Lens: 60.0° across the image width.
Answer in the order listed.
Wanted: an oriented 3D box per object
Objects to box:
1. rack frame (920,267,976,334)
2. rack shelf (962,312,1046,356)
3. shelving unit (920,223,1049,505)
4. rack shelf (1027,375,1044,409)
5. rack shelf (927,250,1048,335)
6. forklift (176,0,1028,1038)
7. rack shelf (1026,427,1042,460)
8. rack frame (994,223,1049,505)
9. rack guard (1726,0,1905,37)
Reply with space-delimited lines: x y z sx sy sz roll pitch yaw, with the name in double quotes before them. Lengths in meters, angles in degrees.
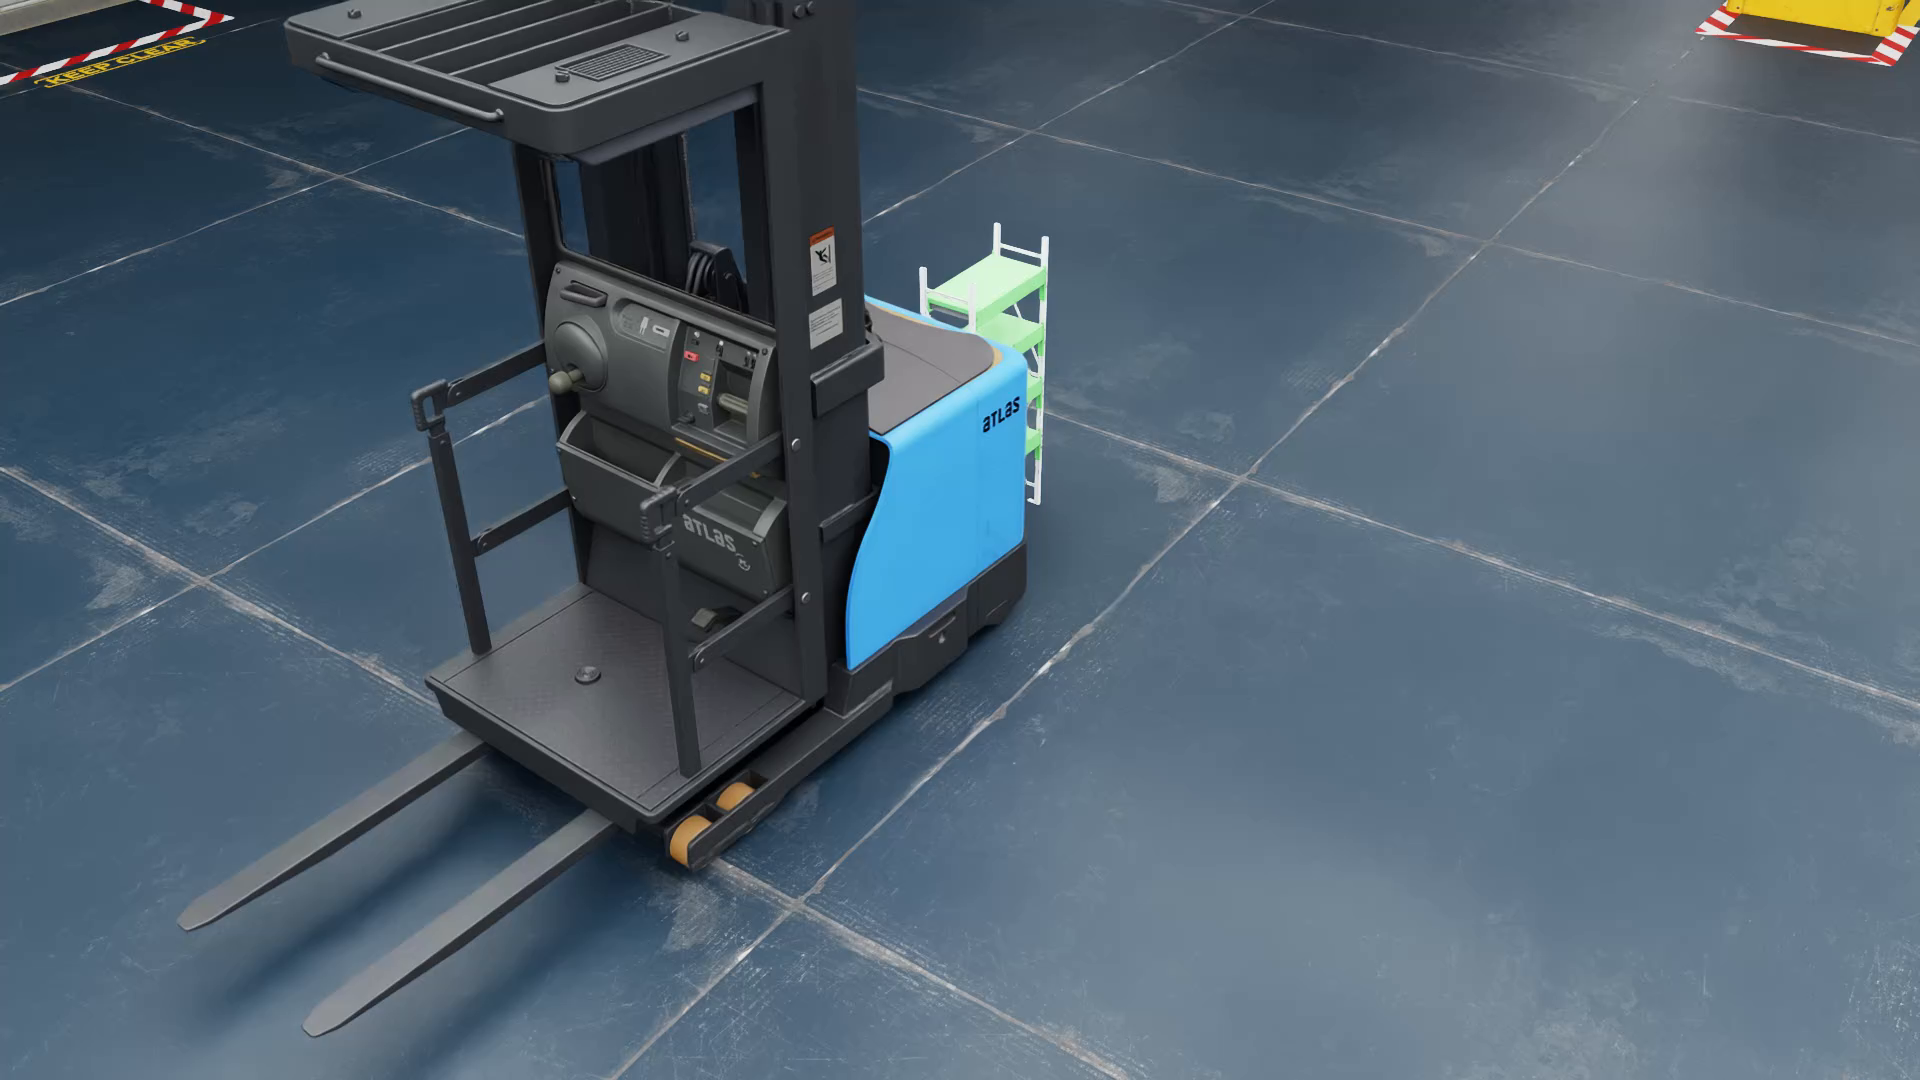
"rack frame" -0.045 -0.461 6.360 0.240 1.200 0.015 21 39 28
"rack shelf" 0.094 -0.719 6.428 0.258 0.148 0.480 21 39 28
"shelving unit" 0.094 -0.573 6.527 0.258 1.200 0.503 21 39 28
"rack shelf" 0.094 -0.520 6.562 0.258 0.148 0.480 21 39 28
"rack shelf" 0.094 -0.918 6.293 0.258 0.148 0.480 21 39 28
"forklift" -1.047 -0.496 4.866 1.130 2.935 3.031 24 41 31
"rack shelf" 0.094 -0.321 6.697 0.258 0.148 0.480 21 39 28
"rack frame" 0.234 -0.685 6.693 0.240 1.200 0.015 21 39 28
"rack guard" 6.433 -4.156 12.449 1.175 0.500 0.348 21 39 28
